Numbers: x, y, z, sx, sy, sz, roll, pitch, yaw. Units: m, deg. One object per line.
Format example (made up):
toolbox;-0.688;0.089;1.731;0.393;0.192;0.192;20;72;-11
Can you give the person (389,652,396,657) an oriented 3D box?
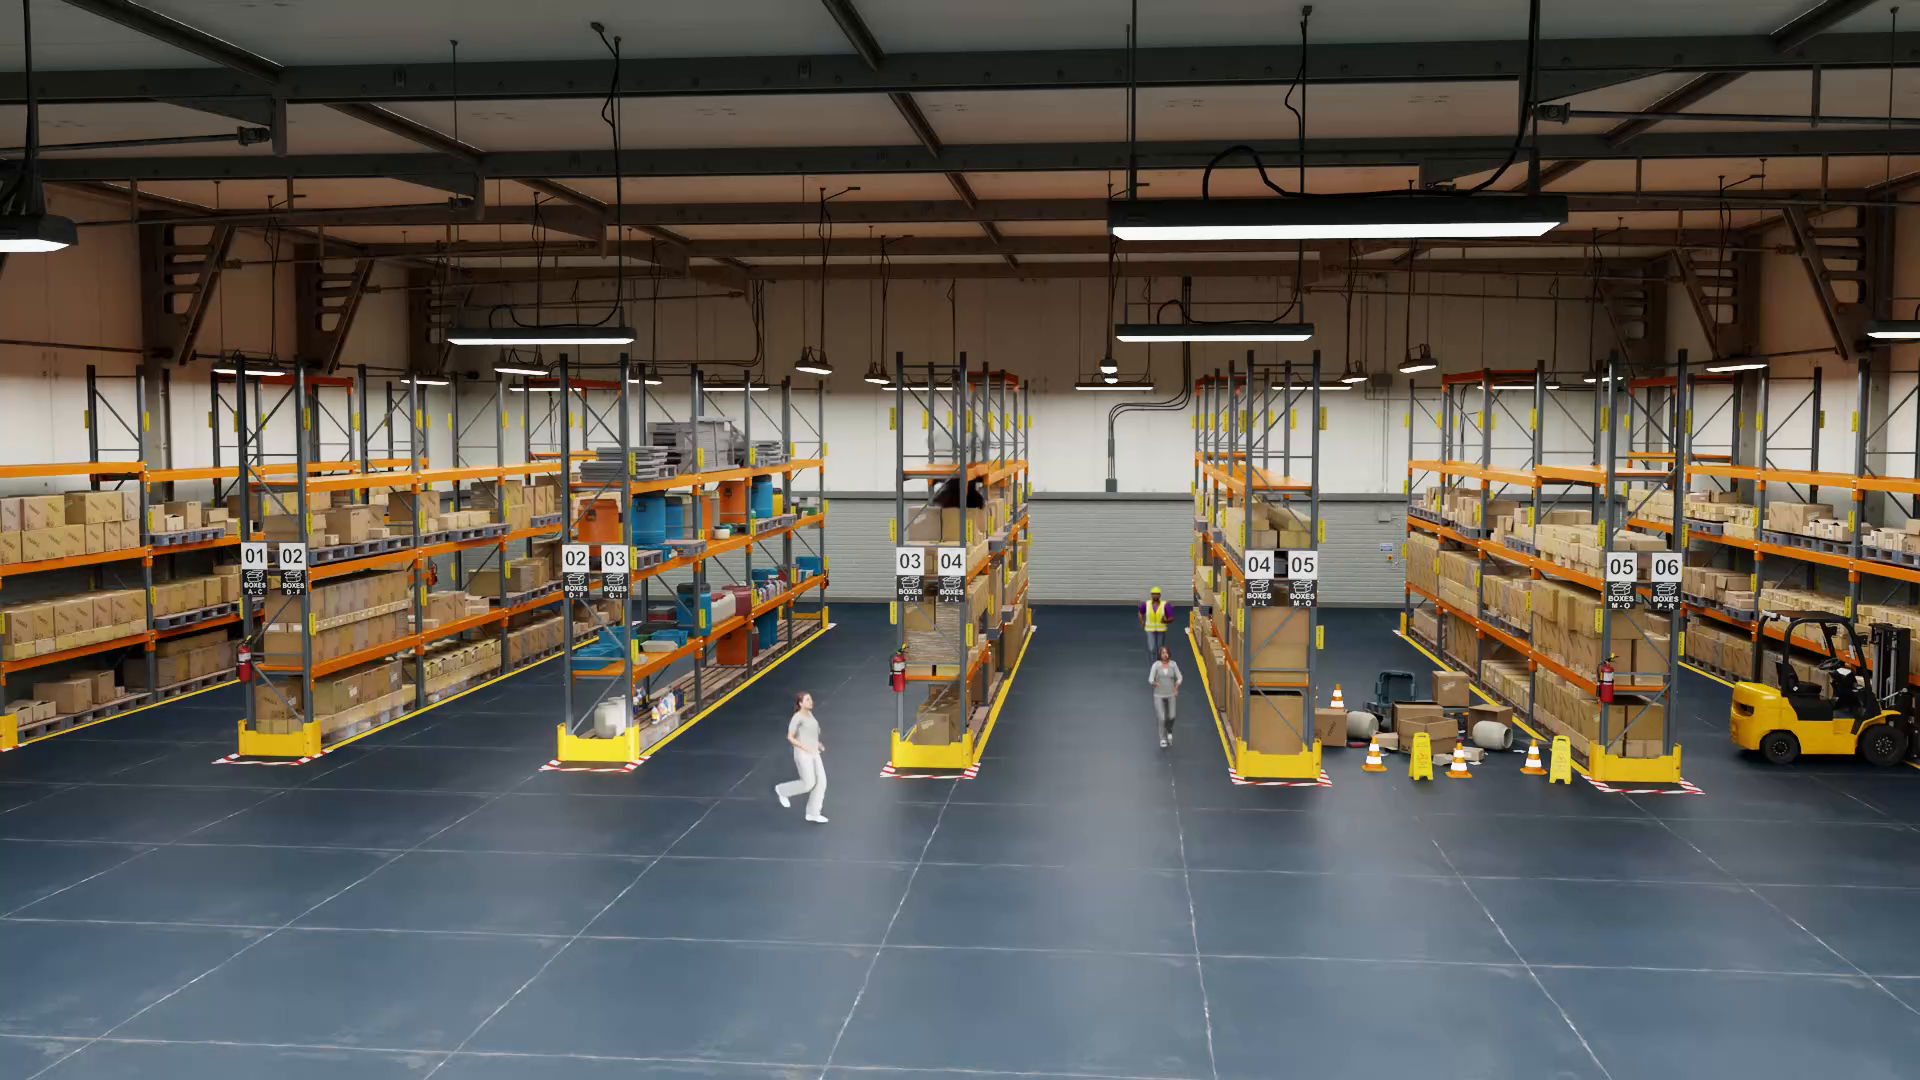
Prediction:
person;-11.946;1.683;35.022;0.562;1.656;0.926;-1;4;-7

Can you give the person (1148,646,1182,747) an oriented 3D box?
person;3.146;2.407;25.423;0.524;1.558;0.537;0;4;3

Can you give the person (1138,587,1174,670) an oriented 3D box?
person;3.825;1.792;32.466;0.698;1.762;0.894;1;4;8

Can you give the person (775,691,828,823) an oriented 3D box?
person;-1.970;2.707;20.902;0.731;1.639;0.565;2;5;28
